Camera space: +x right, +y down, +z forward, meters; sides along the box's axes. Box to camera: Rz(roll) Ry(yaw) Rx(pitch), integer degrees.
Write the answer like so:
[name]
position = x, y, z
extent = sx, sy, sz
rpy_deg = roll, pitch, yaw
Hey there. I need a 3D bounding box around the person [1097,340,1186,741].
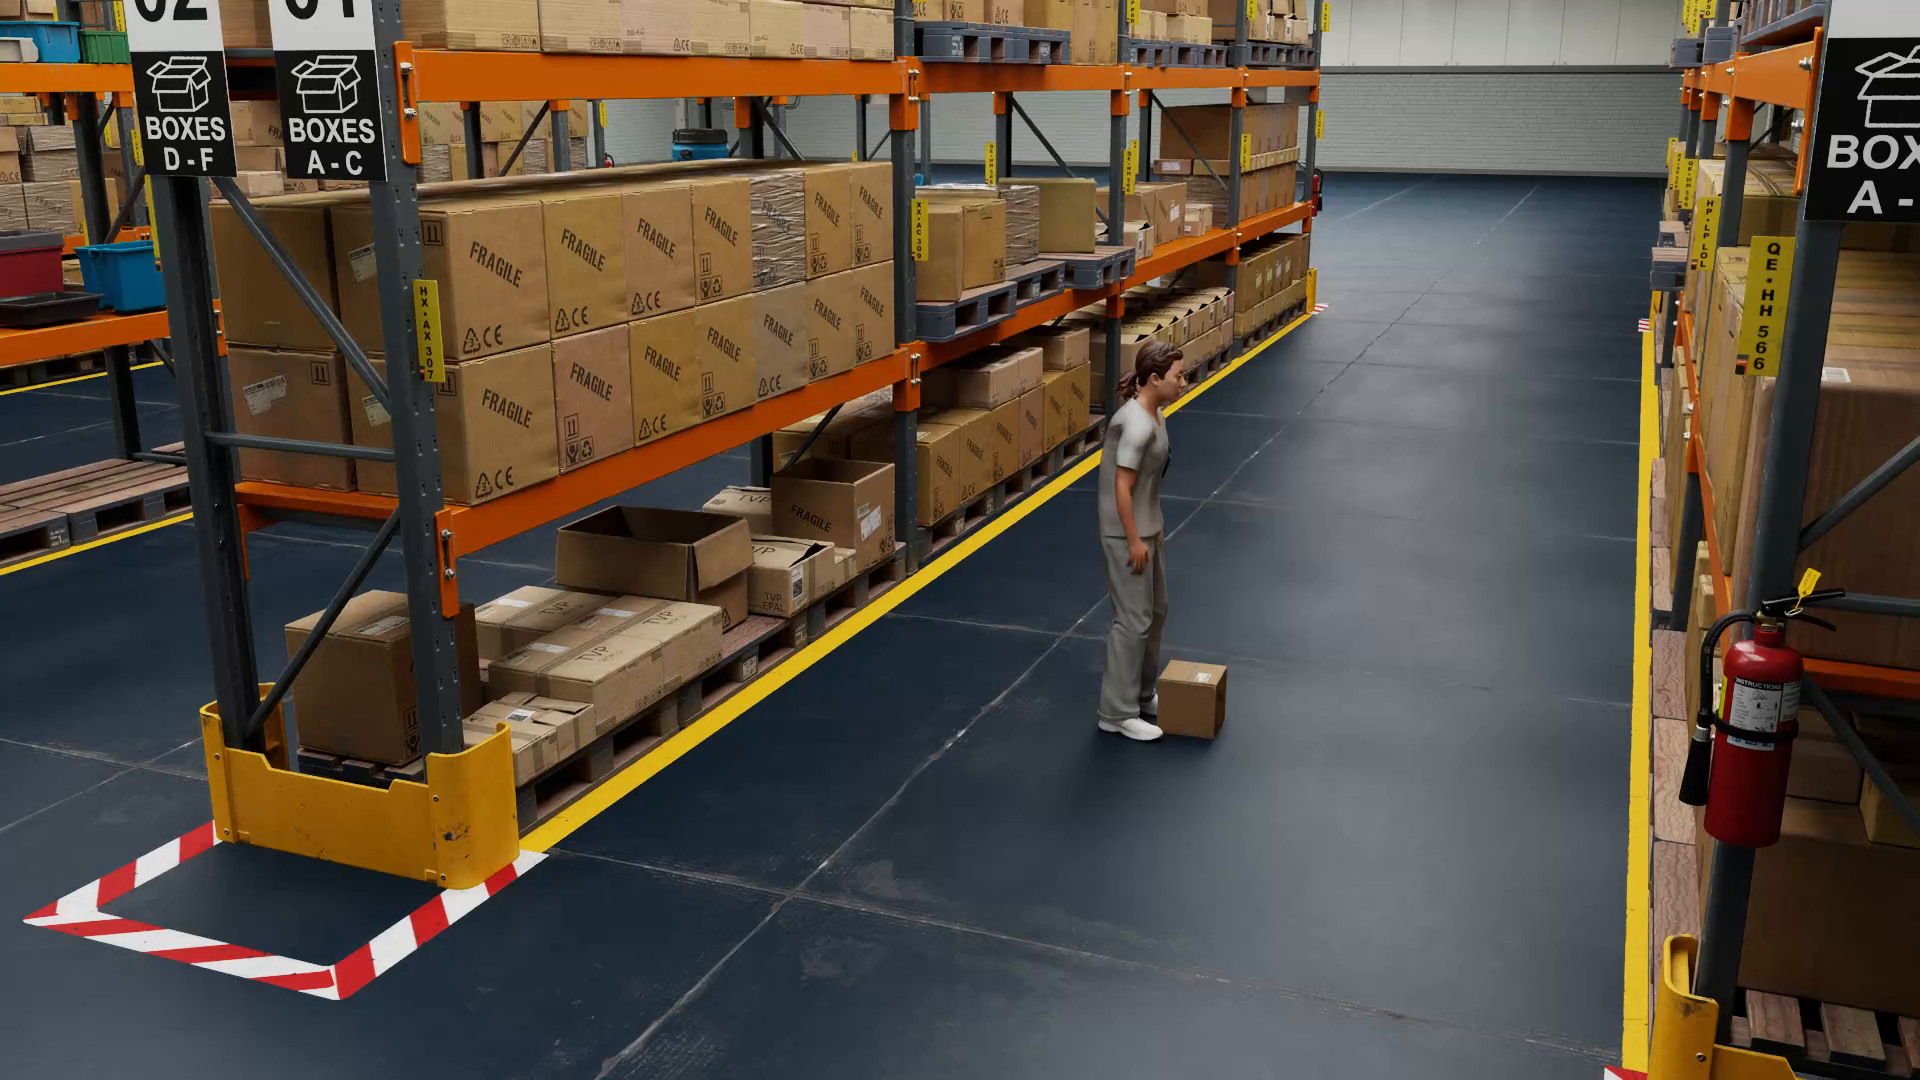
[person]
position = 0.770, -0.015, 7.092
extent = 0.363, 1.666, 0.511
rpy_deg = 5, 16, 17
